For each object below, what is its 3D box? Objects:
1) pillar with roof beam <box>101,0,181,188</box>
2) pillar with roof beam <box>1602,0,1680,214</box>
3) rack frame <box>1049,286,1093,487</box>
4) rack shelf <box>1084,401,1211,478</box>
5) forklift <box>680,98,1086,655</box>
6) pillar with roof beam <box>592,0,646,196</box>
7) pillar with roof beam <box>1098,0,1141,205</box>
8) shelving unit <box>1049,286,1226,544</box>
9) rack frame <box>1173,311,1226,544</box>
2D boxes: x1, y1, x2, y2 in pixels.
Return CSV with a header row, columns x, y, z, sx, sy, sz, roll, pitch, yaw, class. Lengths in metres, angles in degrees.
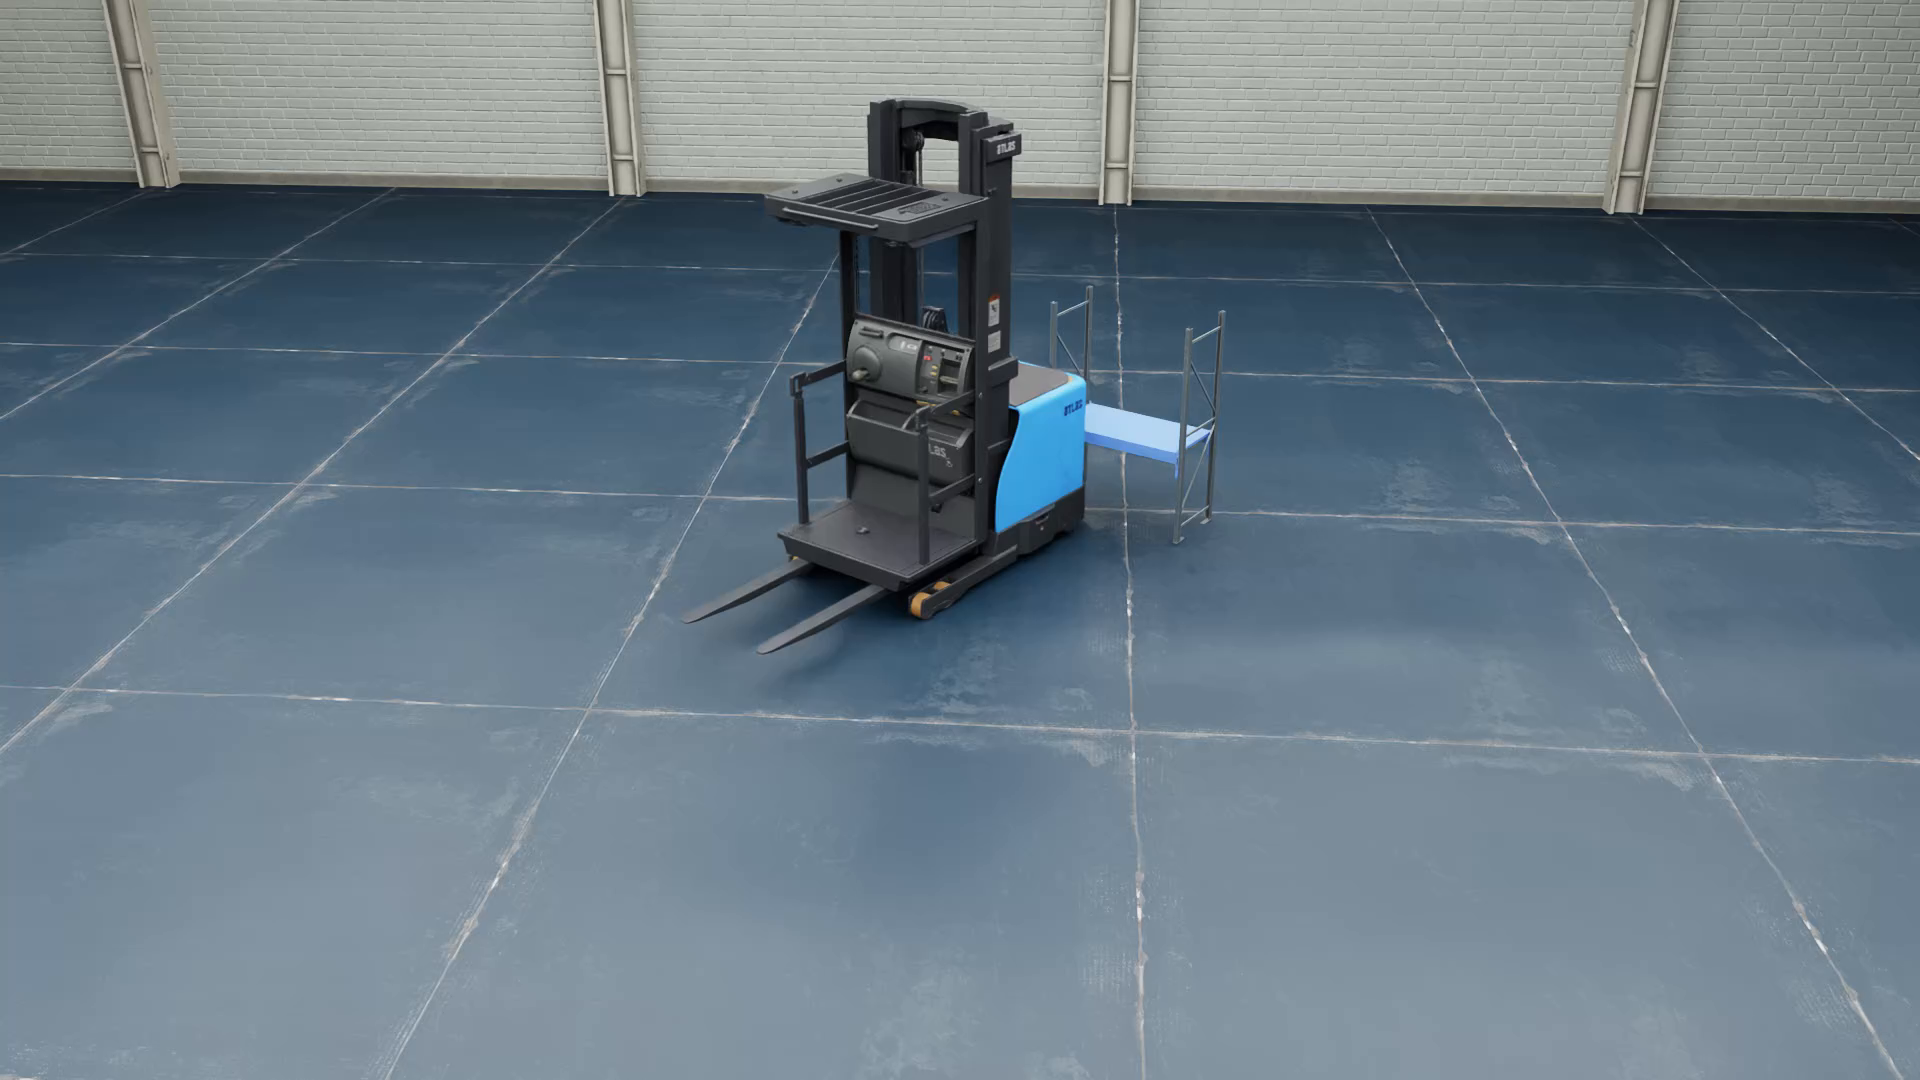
x,y,z,sx,sy,sz,roll,pitch,yaw,class
-10.416,-6.775,15.209,0.400,9.000,9.100,2,25,4,pillar with roof beam
7.531,-6.199,13.958,0.400,9.000,9.100,2,25,4,pillar with roof beam
0.761,-0.986,11.600,0.032,1.500,0.500,16,29,32,rack frame
1.176,-0.700,11.408,1.000,0.185,0.538,16,29,32,rack shelf
-0.446,-1.076,10.082,1.130,2.935,3.031,18,30,34,forklift
-4.434,-6.583,14.792,0.400,9.000,9.100,2,25,4,pillar with roof beam
1.549,-6.391,14.375,0.400,9.000,9.100,2,25,4,pillar with roof beam
1.176,-0.864,11.333,1.048,1.500,0.538,16,29,32,shelving unit
1.591,-0.741,11.066,0.032,1.500,0.500,16,29,32,rack frame
